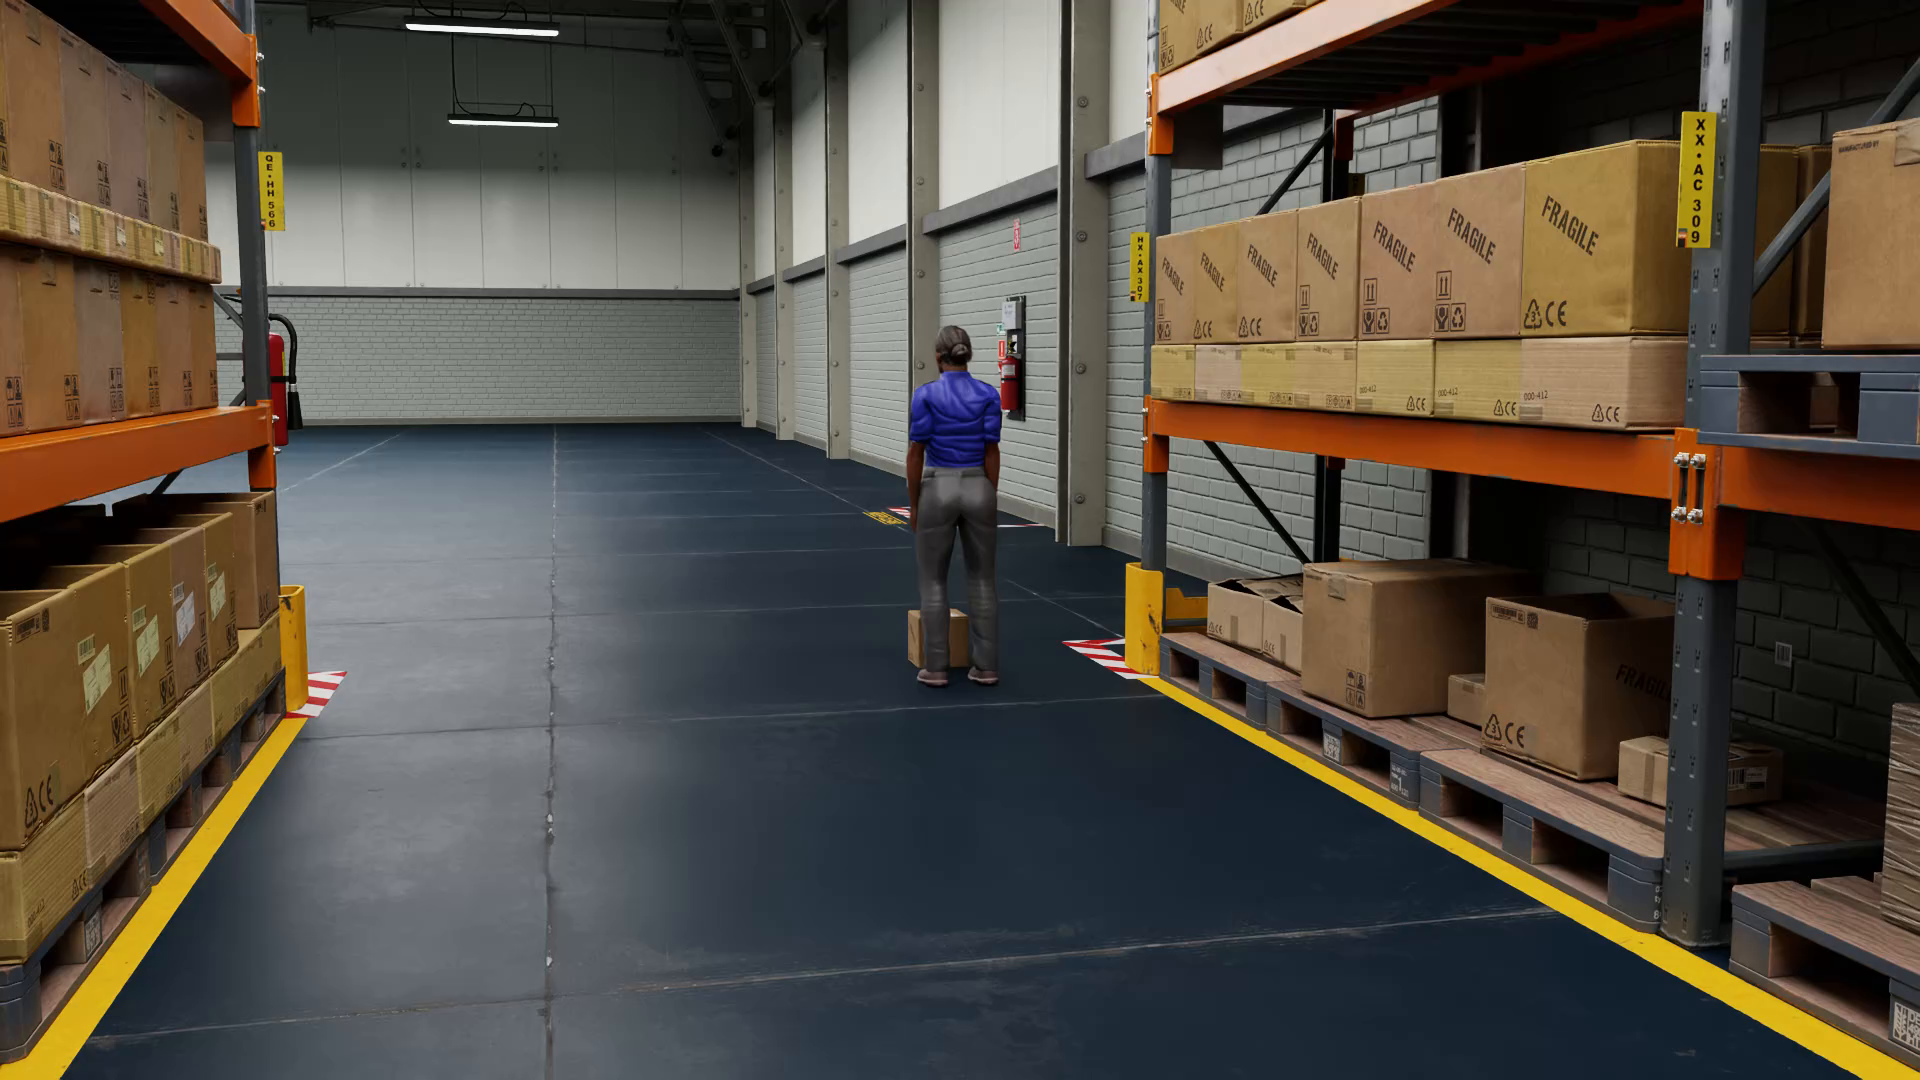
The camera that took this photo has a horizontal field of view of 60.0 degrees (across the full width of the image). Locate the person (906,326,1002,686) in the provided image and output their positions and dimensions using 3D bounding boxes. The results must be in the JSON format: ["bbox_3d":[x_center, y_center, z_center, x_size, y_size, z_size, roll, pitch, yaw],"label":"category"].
[{"bbox_3d":[-0.031,-0.154,7.662,0.438,1.655,0.301,-1,6,-10],"label":"person"}]
